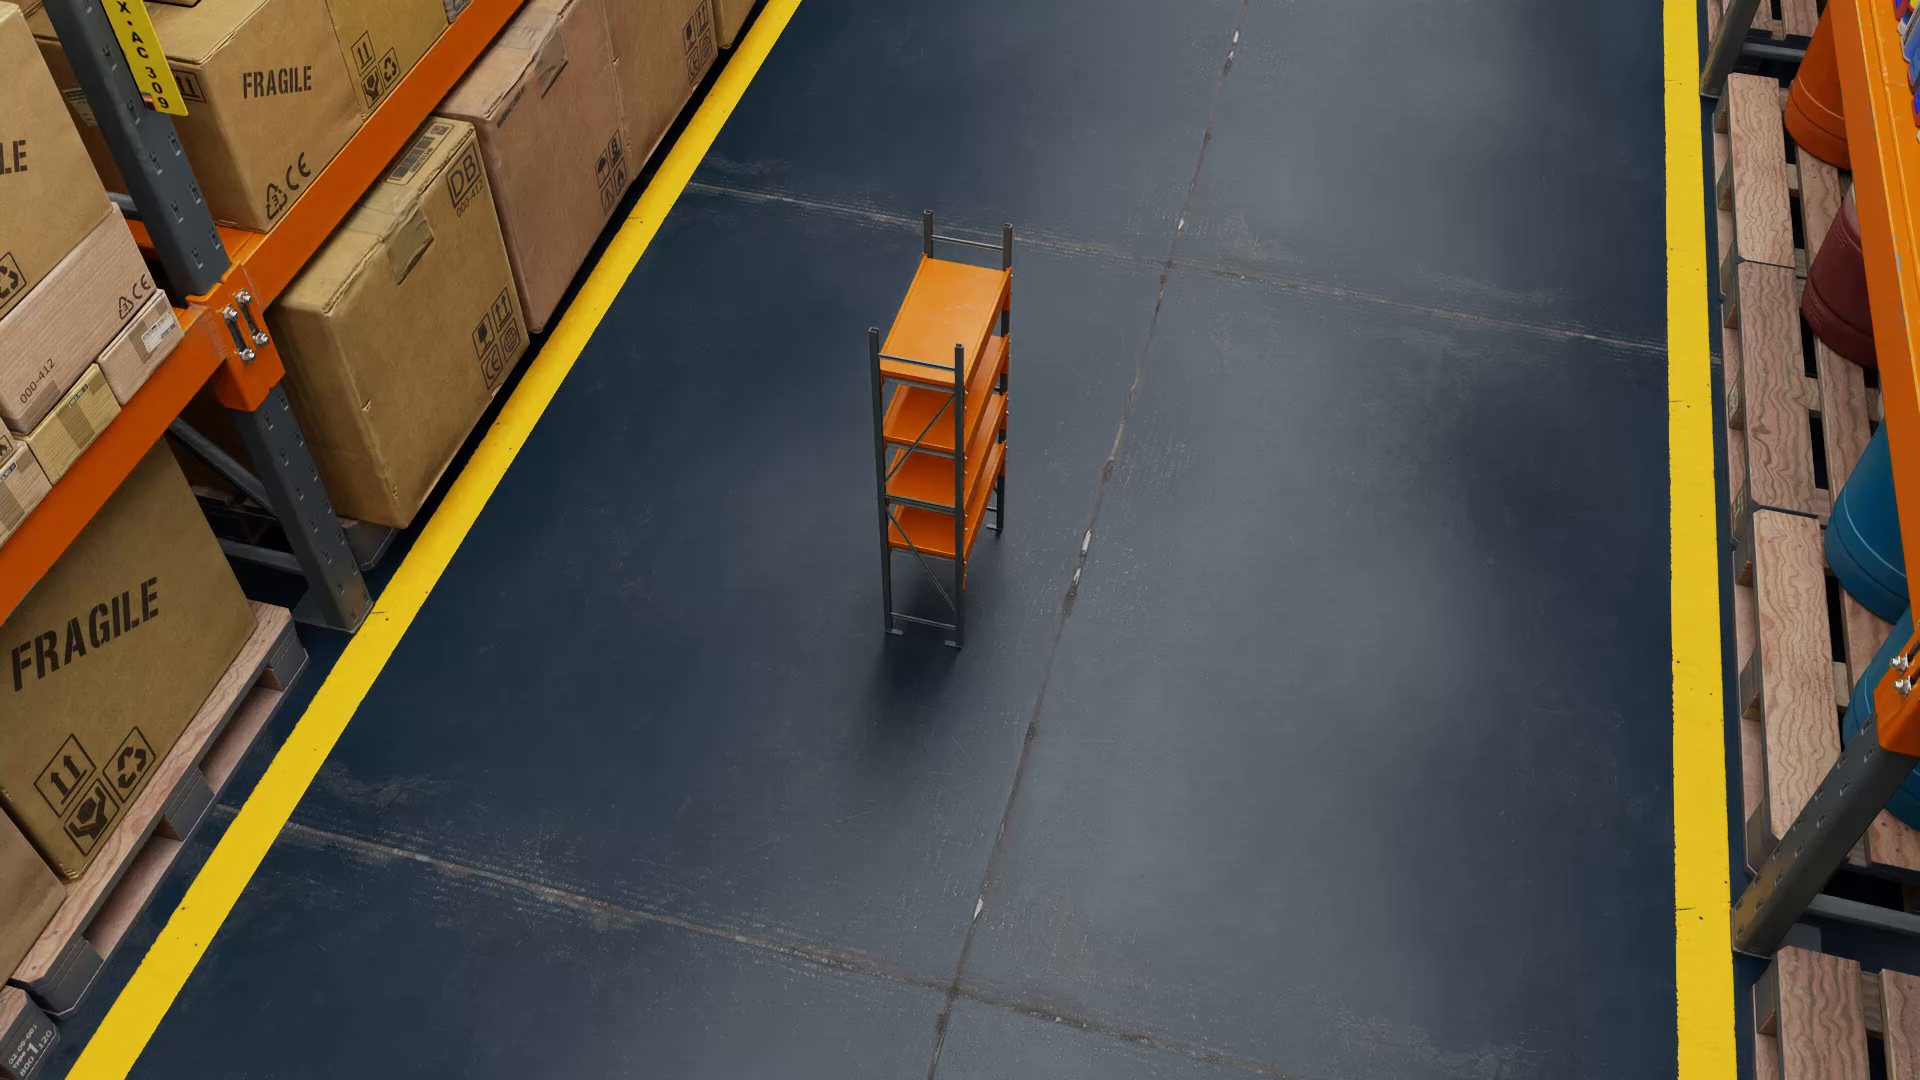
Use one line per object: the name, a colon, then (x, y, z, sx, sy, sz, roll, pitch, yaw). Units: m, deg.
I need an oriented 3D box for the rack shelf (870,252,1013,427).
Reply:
rack shelf: (-0.044, -0.537, 4.400, 0.258, 0.148, 0.480, 12, 50, 10)

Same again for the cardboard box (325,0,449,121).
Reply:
cardboard box: (-1.789, -1.527, 4.531, 0.500, 0.500, 0.500, 12, 50, 10)

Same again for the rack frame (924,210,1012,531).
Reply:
rack frame: (0.021, -0.454, 4.850, 0.240, 1.200, 0.015, 12, 50, 10)

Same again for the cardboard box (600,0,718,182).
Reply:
cardboard box: (-1.674, -2.038, 6.185, 1.225, 0.875, 0.875, 12, 50, 10)

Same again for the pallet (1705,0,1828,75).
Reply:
pallet: (3.790, -2.393, 7.221, 1.003, 0.211, 1.213, 12, 50, 10)

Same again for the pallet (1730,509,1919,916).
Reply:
pallet: (2.739, 0.503, 4.665, 1.003, 0.211, 1.213, 12, 50, 10)

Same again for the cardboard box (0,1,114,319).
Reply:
cardboard box: (-2.146, -0.759, 3.321, 0.500, 0.500, 0.500, 13, 50, 11)

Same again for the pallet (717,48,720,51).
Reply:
pallet: (-1.510, -2.262, 7.106, 1.003, 0.211, 1.213, 12, 50, 10)

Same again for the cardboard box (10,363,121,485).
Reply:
cardboard box: (-2.115, -0.292, 3.675, 0.380, 0.149, 0.250, 12, 50, 11)

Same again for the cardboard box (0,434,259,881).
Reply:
cardboard box: (-2.534, 0.179, 4.229, 0.875, 0.875, 0.875, 12, 50, 10)

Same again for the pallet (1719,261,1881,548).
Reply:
pallet: (3.058, -0.382, 5.446, 1.003, 0.211, 1.213, 12, 50, 10)

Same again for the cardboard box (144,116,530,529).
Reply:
cardboard box: (-2.134, -0.750, 5.048, 1.225, 0.875, 0.875, 12, 50, 10)

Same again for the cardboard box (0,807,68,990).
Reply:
cardboard box: (-2.770, 0.830, 3.654, 0.875, 0.875, 0.875, 12, 50, 10)

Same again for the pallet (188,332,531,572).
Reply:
pallet: (-2.152, -0.497, 5.548, 1.003, 0.211, 1.213, 12, 50, 10)

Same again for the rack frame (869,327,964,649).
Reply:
rack frame: (-0.108, -0.101, 4.539, 0.240, 1.200, 0.015, 12, 50, 10)

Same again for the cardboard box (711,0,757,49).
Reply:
cardboard box: (-1.432, -2.681, 6.753, 1.225, 0.875, 0.875, 9, 49, 8)

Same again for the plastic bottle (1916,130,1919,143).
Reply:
plastic bottle: (2.617, -1.136, 4.385, 0.097, 0.201, 0.097, 0, 49, 0)

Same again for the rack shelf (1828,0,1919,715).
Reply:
rack shelf: (3.022, -1.078, 4.681, 1.077, 0.370, 4.000, 12, 50, 10)

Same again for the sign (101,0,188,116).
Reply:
sign: (-1.747, -1.051, 3.547, 0.100, 0.325, 0.005, 12, 50, 10)

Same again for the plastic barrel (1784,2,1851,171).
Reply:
plastic barrel: (3.436, -1.827, 6.029, 0.600, 0.830, 0.708, 12, 50, 10)

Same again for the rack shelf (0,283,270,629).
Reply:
rack shelf: (-2.809, 0.838, 2.990, 1.077, 0.370, 4.000, 12, 50, 10)

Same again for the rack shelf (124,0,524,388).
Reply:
rack shelf: (-1.756, -2.056, 5.543, 1.077, 0.370, 4.000, 12, 50, 10)

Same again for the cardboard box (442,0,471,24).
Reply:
cardboard box: (-1.657, -1.889, 4.850, 0.500, 0.500, 0.500, 11, 49, 9)

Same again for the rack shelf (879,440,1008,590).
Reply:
rack shelf: (-0.044, -0.101, 4.894, 0.258, 0.148, 0.480, 12, 50, 10)

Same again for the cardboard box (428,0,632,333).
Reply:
cardboard box: (-1.899, -1.396, 5.619, 1.225, 0.875, 0.875, 10, 49, 9)

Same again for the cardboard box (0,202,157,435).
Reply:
cardboard box: (-2.146, -0.525, 3.614, 0.500, 0.250, 0.500, 11, 49, 9)

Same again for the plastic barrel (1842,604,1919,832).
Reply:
plastic barrel: (2.655, 0.296, 4.108, 0.600, 0.901, 0.708, 12, 50, 10)

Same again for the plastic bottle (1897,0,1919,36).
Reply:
plastic bottle: (2.762, -1.557, 4.710, 0.097, 0.271, 0.097, 0, 49, 0)

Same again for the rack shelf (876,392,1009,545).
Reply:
rack shelf: (-0.044, -0.233, 4.745, 0.258, 0.148, 0.480, 12, 50, 10)

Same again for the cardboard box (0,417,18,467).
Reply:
cardboard box: (-2.280, -0.150, 3.283, 0.500, 0.250, 0.500, 13, 50, 11)

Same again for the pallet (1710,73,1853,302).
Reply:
pallet: (3.381, -1.262, 6.223, 1.003, 0.211, 1.213, 12, 50, 10)

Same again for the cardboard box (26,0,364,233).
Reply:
cardboard box: (-1.920, -1.164, 4.210, 0.500, 0.500, 0.500, 12, 50, 10)

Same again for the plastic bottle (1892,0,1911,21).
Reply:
plastic bottle: (2.775, -1.648, 4.782, 0.061, 0.283, 0.133, 12, 50, 10)

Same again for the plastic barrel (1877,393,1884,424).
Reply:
plastic barrel: (3.076, -0.479, 5.051, 0.421, 0.512, 0.421, 0, 49, 0)

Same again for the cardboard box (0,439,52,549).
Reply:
cardboard box: (-2.182, -0.107, 3.511, 0.380, 0.149, 0.250, 11, 49, 9)

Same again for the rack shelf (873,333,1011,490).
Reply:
rack shelf: (-0.044, -0.381, 4.577, 0.258, 0.148, 0.480, 12, 50, 10)

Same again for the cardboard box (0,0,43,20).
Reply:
cardboard box: (-2.423, -1.272, 4.306, 0.500, 0.500, 0.500, 12, 50, 10)

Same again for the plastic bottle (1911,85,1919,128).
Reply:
plastic bottle: (2.630, -1.250, 4.431, 0.061, 0.283, 0.133, 12, 50, 10)

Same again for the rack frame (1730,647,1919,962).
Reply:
rack frame: (2.496, 0.130, 3.134, 1.000, 3.000, 0.127, 12, 50, 10)

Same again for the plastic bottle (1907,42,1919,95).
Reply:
plastic bottle: (2.712, -1.380, 4.500, 0.144, 0.351, 0.185, 12, 50, 10)

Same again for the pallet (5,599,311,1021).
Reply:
pallet: (-2.558, 0.610, 4.571, 1.003, 0.211, 1.213, 12, 50, 10)

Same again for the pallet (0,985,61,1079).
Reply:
pallet: (-2.877, 1.495, 3.789, 1.003, 0.211, 1.213, 12, 50, 10)

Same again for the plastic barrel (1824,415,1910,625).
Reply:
plastic barrel: (2.842, -0.217, 4.560, 0.600, 0.901, 0.708, 12, 50, 10)

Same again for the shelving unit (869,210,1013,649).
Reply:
shelving unit: (-0.044, -0.277, 4.694, 0.258, 1.200, 0.503, 12, 50, 10)

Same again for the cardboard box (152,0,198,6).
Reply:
cardboard box: (-2.123, -1.676, 3.993, 0.797, 0.503, 0.637, 10, 49, 9)

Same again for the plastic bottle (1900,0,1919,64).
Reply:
plastic bottle: (2.758, -1.470, 4.629, 0.152, 0.276, 0.135, 12, 50, 10)

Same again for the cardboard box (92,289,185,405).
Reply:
cardboard box: (-2.047, -0.479, 3.840, 0.380, 0.149, 0.250, 12, 50, 10)

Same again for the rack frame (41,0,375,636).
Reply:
rack frame: (-2.283, -0.847, 3.997, 1.000, 3.000, 0.127, 12, 50, 10)

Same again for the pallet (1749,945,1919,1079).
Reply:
pallet: (2.340, 1.593, 3.704, 1.003, 0.211, 1.213, 12, 50, 10)

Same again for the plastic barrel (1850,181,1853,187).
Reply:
plastic barrel: (3.374, -1.295, 5.772, 0.421, 0.512, 0.421, 0, 49, 0)

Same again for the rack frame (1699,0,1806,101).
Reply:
rack frame: (3.548, -2.763, 5.688, 1.000, 3.000, 0.127, 12, 50, 10)

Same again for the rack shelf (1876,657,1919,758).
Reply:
rack shelf: (1.969, 1.815, 2.127, 1.077, 0.370, 4.000, 12, 50, 10)

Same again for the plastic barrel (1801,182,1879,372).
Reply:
plastic barrel: (3.139, -0.930, 5.398, 0.600, 0.588, 0.708, 12, 50, 10)
